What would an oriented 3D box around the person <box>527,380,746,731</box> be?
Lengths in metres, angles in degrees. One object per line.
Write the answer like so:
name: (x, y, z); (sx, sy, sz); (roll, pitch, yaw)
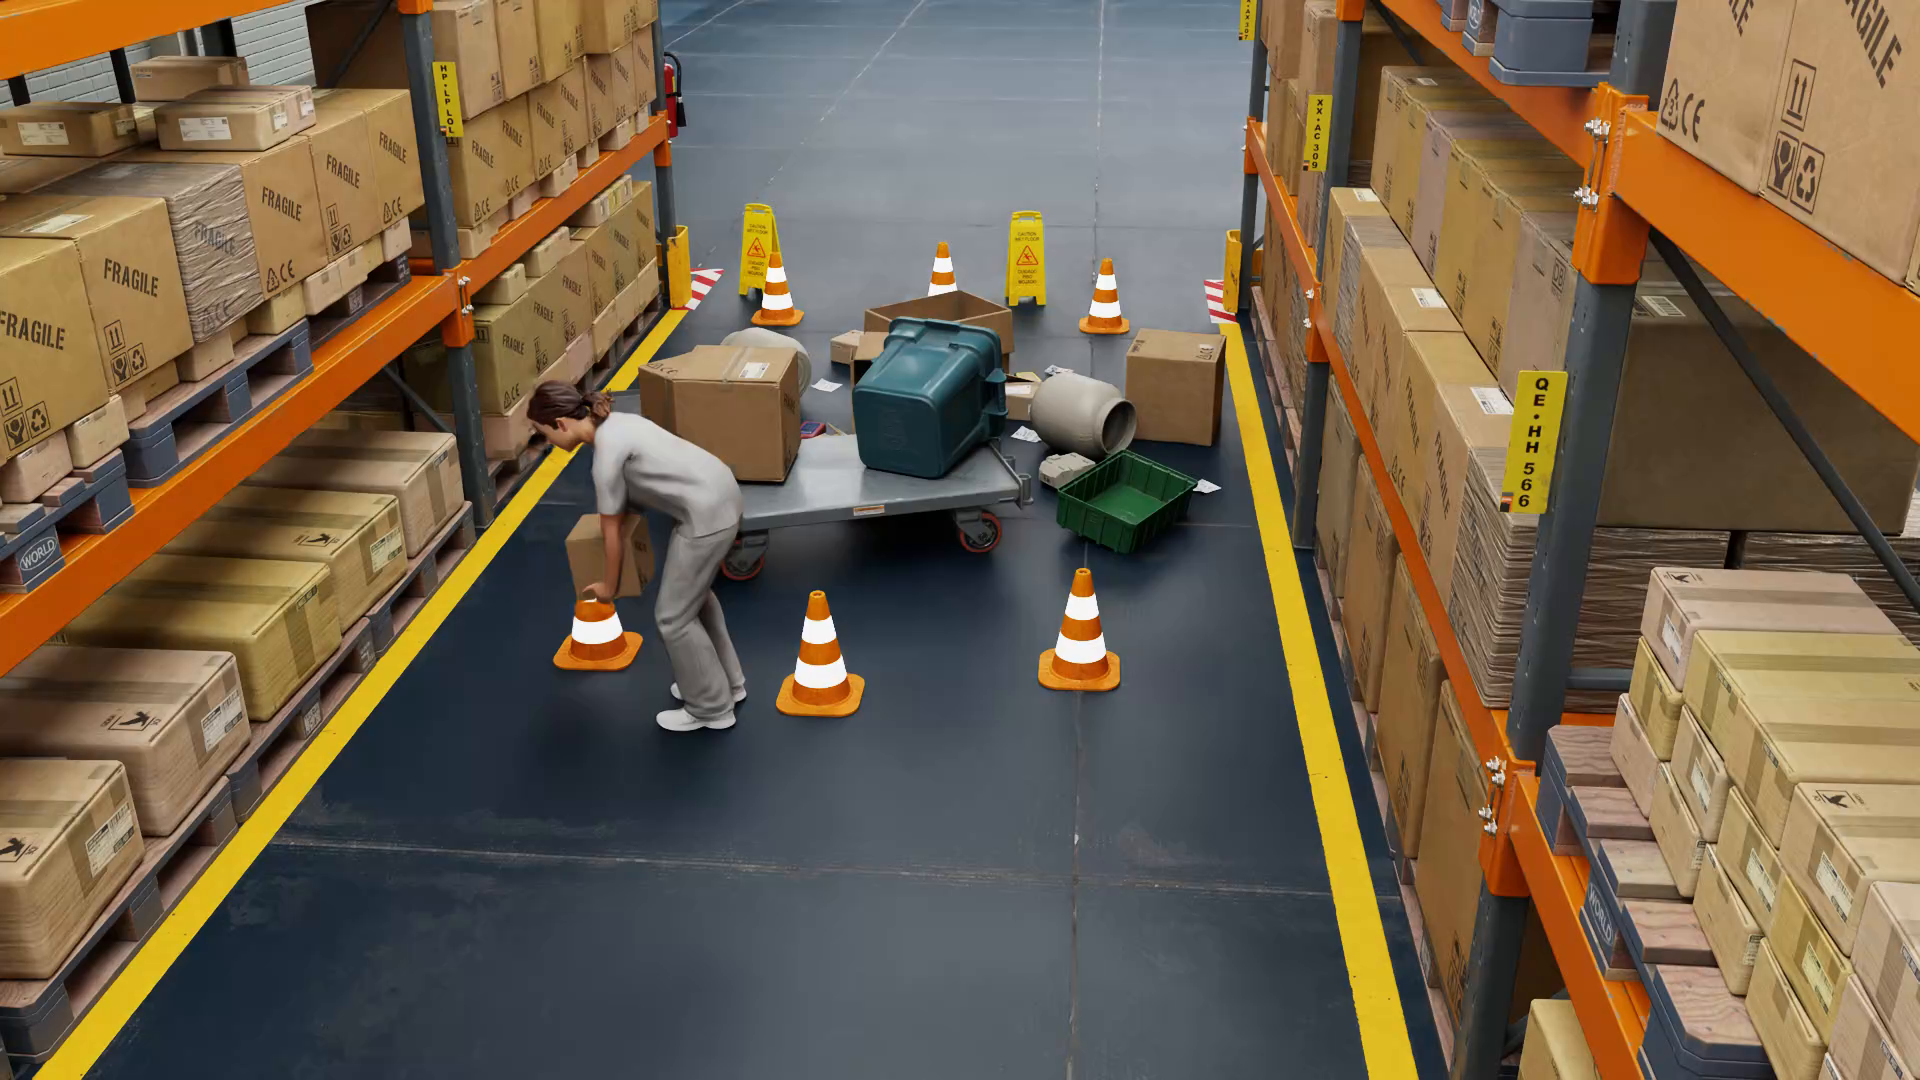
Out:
person: (-1.207, 0.052, 6.348); (0.773, 1.384, 0.409); (1, 25, 3)
